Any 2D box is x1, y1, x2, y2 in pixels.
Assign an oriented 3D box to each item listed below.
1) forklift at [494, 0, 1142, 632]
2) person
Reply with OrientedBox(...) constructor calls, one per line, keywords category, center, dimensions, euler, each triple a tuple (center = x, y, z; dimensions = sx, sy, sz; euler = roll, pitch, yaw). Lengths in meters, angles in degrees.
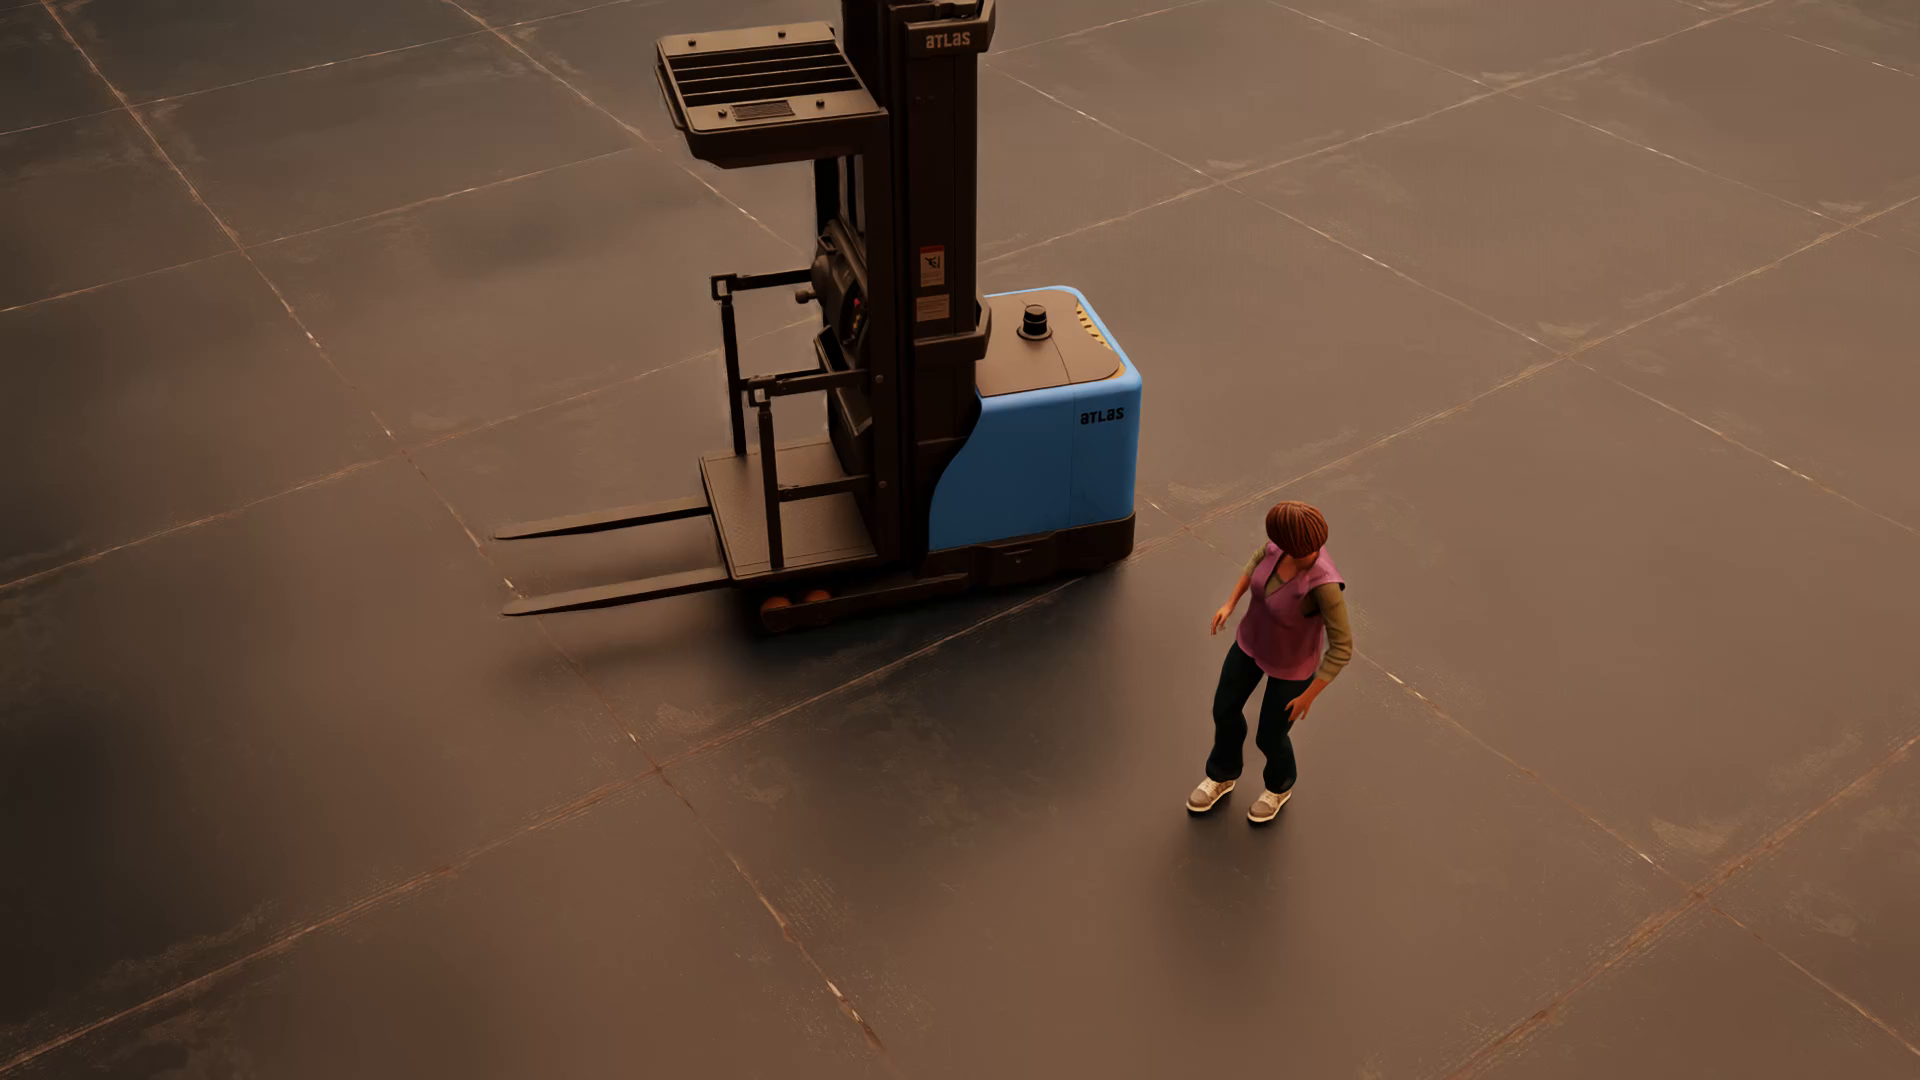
OrientedBox(category="forklift", center=(-0.720, -1.094, 7.424), dimensions=(3.031, 2.935, 1.130), euler=(-10, 38, -13))
OrientedBox(category="person", center=(1.207, 0.491, 6.430), dimensions=(0.449, 1.575, 0.612), euler=(-23, 42, -27))
